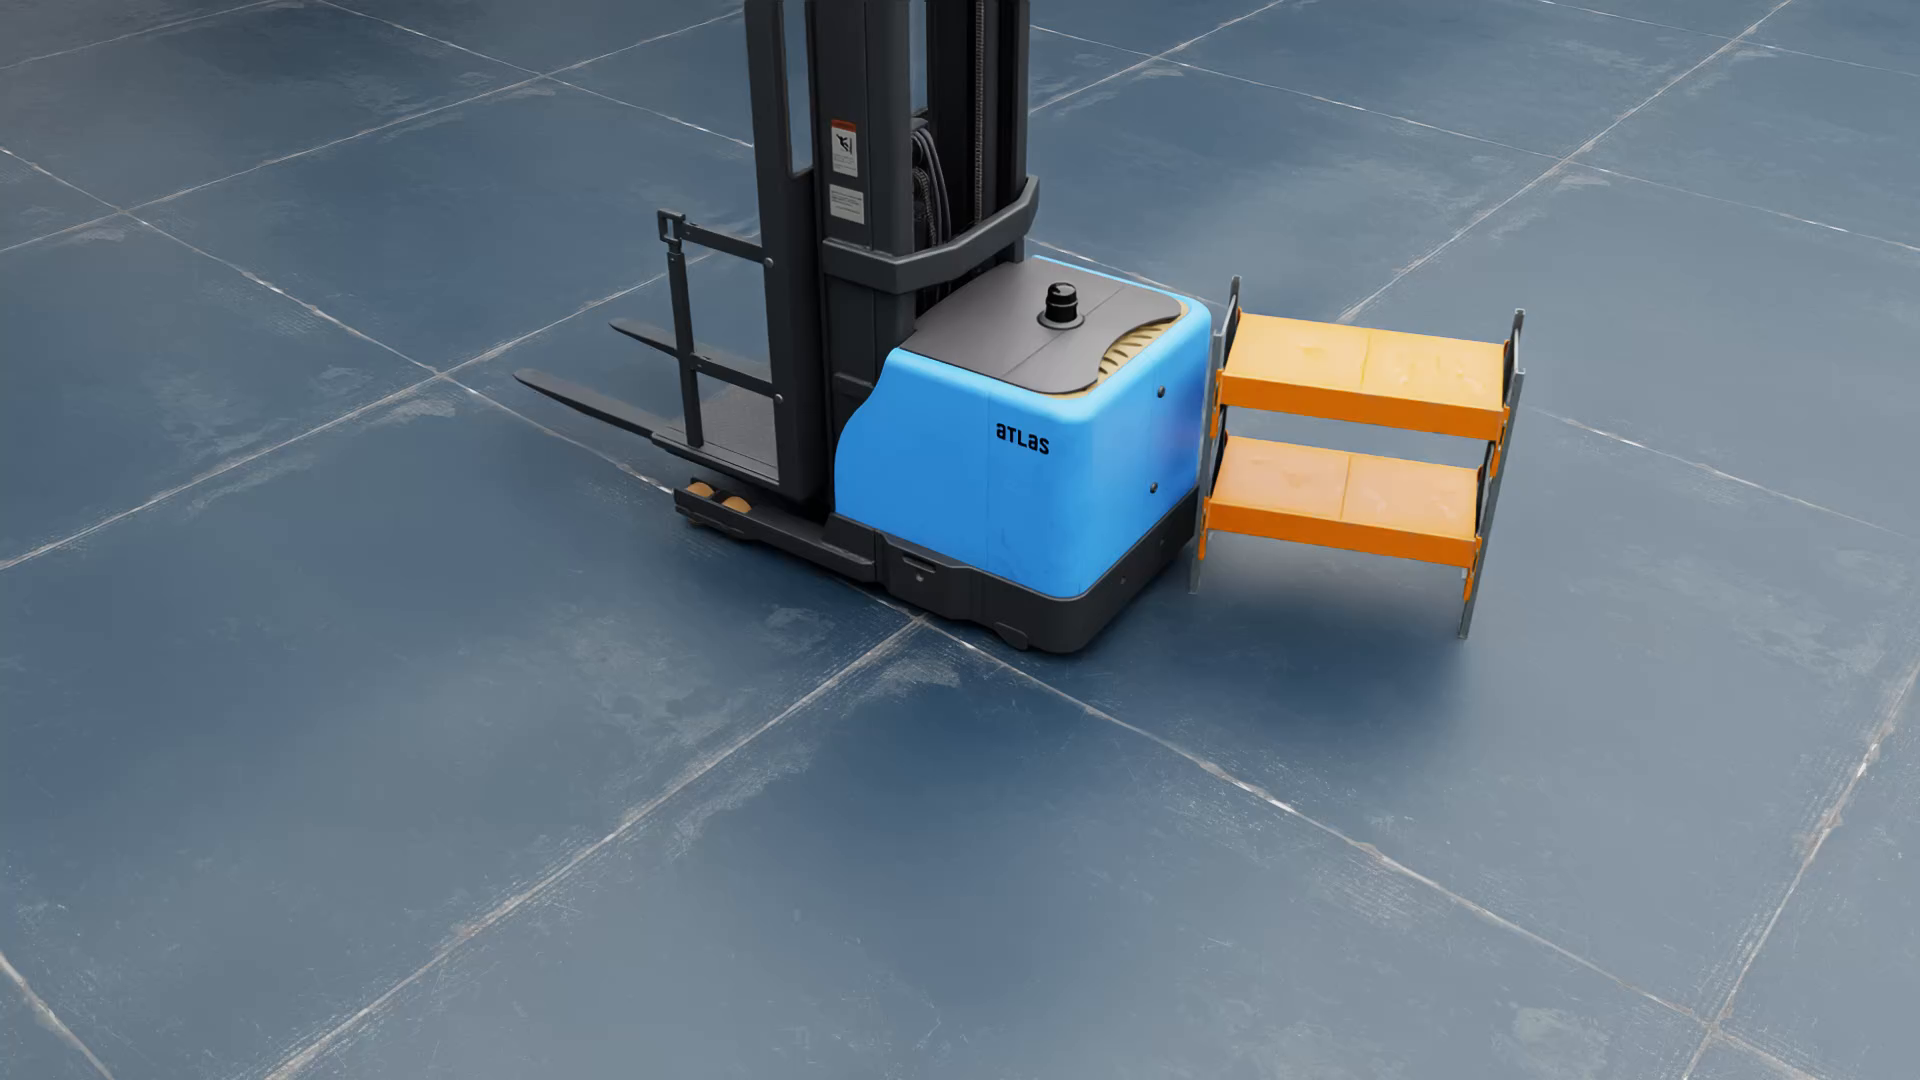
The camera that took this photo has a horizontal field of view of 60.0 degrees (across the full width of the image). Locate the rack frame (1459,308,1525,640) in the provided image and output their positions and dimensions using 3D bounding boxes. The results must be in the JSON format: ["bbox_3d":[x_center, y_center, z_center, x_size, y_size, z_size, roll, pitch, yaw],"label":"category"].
[{"bbox_3d":[1.946,-0.230,6.092,0.032,1.125,0.500,9,35,13],"label":"rack frame"}]

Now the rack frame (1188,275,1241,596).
[{"bbox_3d":[0.966,-0.385,6.317,0.032,1.125,0.500,9,35,13],"label":"rack frame"}]

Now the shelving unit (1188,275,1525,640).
[{"bbox_3d":[1.456,-0.308,6.204,1.048,1.125,0.538,9,35,13],"label":"shelving unit"}]

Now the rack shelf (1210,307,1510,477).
[{"bbox_3d":[1.456,-0.549,6.039,1.000,0.278,0.538,9,35,13],"label":"rack shelf"}]

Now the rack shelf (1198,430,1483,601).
[{"bbox_3d":[1.456,-0.106,6.343,1.000,0.278,0.538,9,35,13],"label":"rack shelf"}]

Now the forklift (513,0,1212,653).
[{"bbox_3d":[-0.563,-1.440,6.258,3.031,2.935,1.130,21,40,28],"label":"forklift"}]
